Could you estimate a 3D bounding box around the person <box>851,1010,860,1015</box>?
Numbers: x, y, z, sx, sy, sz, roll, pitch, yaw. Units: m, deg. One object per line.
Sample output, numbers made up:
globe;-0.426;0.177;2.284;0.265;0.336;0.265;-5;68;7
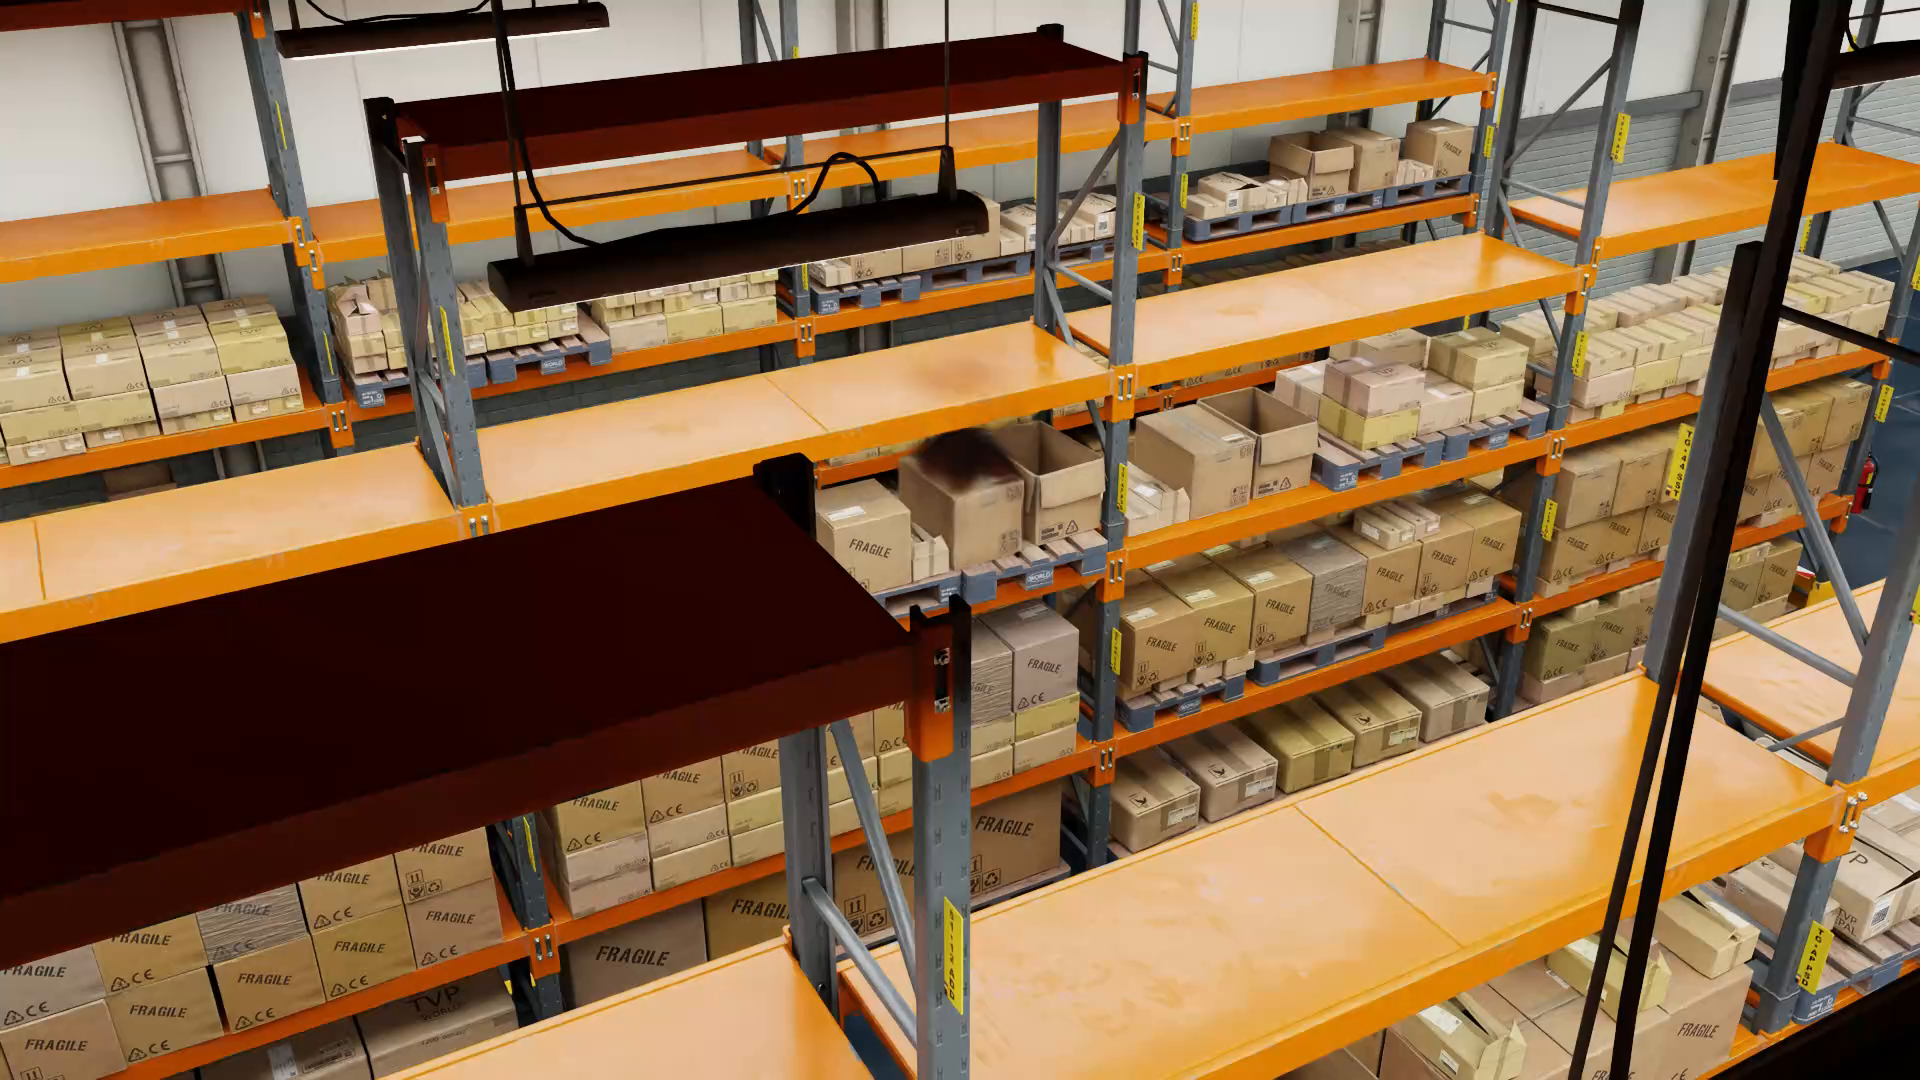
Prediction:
person;-0.852;2.979;9.343;0.878;1.742;0.678;-1;28;-2
